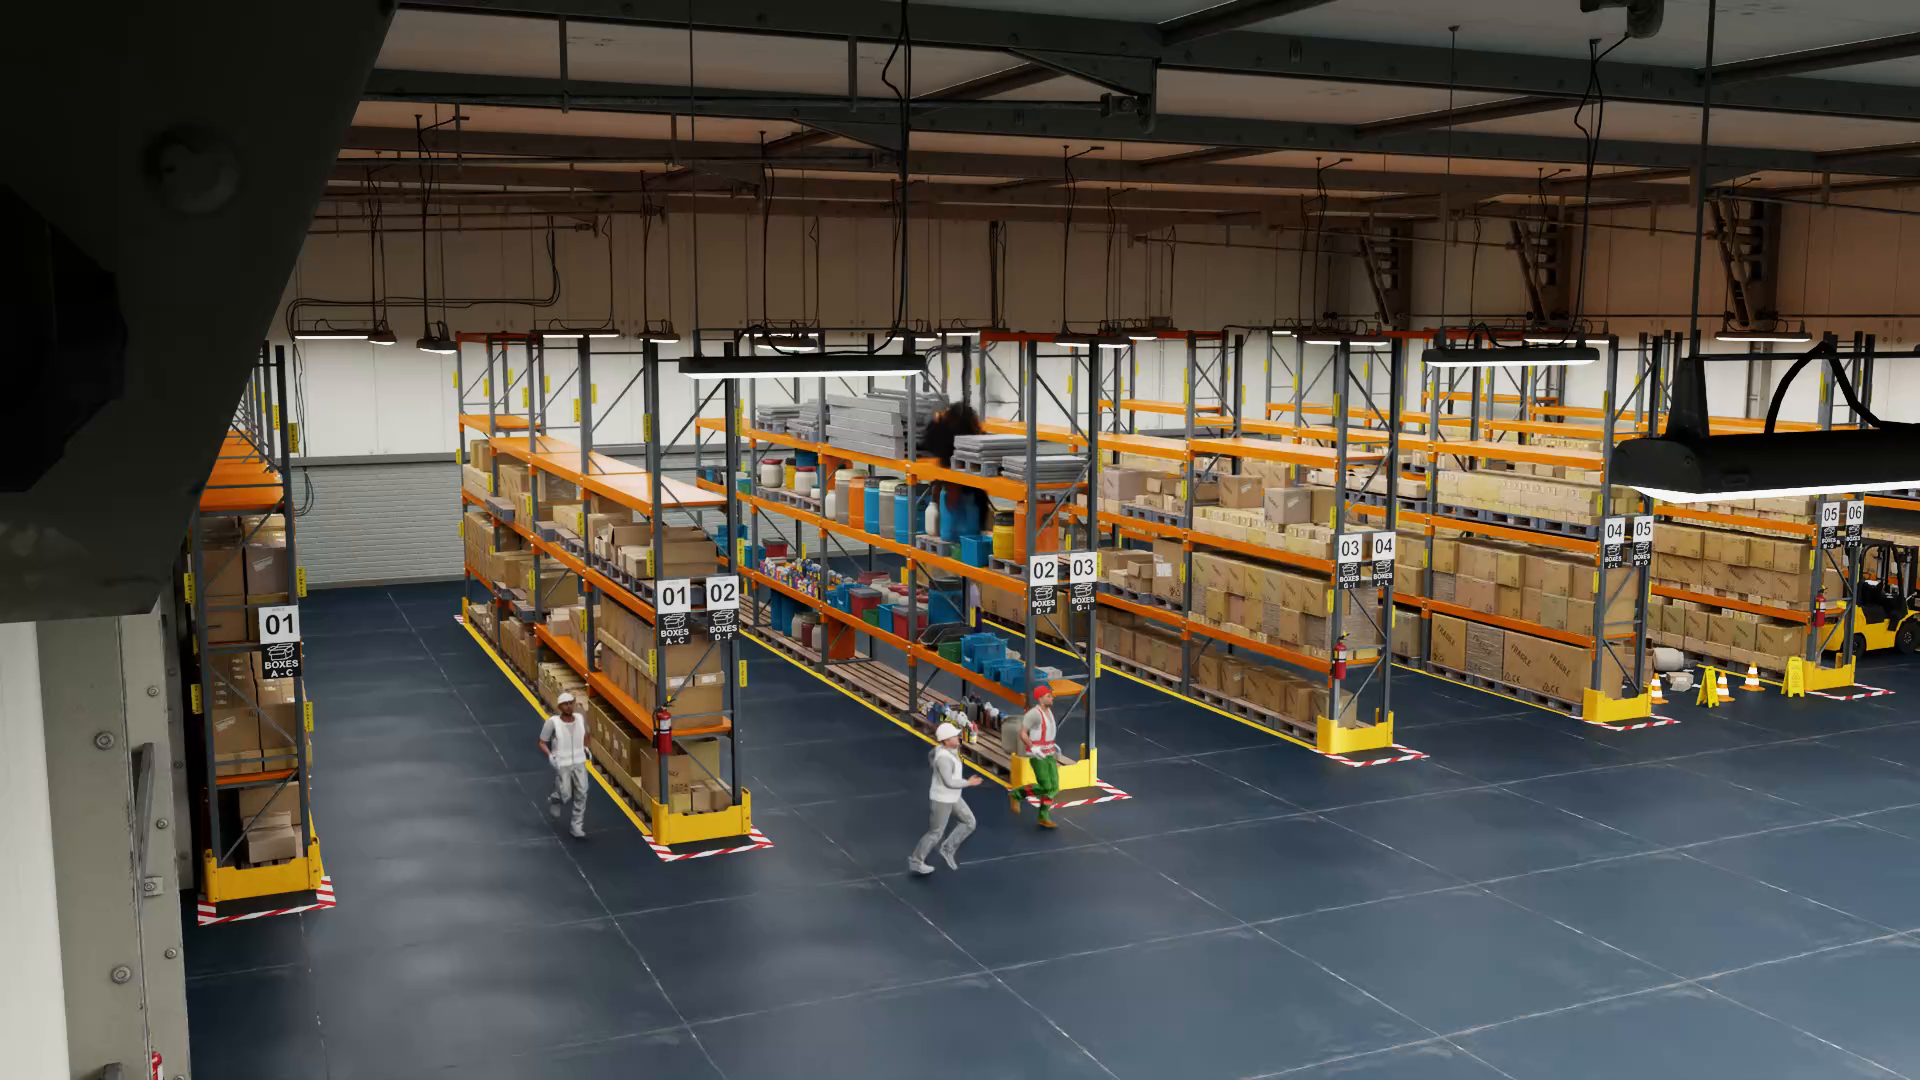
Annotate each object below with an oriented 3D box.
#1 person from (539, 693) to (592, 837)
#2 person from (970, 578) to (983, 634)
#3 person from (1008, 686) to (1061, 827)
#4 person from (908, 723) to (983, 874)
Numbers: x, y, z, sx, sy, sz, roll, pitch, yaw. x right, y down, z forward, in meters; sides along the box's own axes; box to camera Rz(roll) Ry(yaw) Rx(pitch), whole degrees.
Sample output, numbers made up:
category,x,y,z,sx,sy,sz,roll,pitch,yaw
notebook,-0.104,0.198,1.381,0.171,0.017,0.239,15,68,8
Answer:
category,x,y,z,sx,sy,sz,roll,pitch,yaw
person,-4.790,2.733,20.379,0.677,1.731,0.756,-5,9,-33
person,0.158,1.377,30.996,0.609,1.606,0.584,-6,10,-39
person,1.020,2.680,20.852,0.696,1.715,0.704,4,9,30
person,-0.155,2.919,18.861,0.848,1.749,0.657,1,8,8
